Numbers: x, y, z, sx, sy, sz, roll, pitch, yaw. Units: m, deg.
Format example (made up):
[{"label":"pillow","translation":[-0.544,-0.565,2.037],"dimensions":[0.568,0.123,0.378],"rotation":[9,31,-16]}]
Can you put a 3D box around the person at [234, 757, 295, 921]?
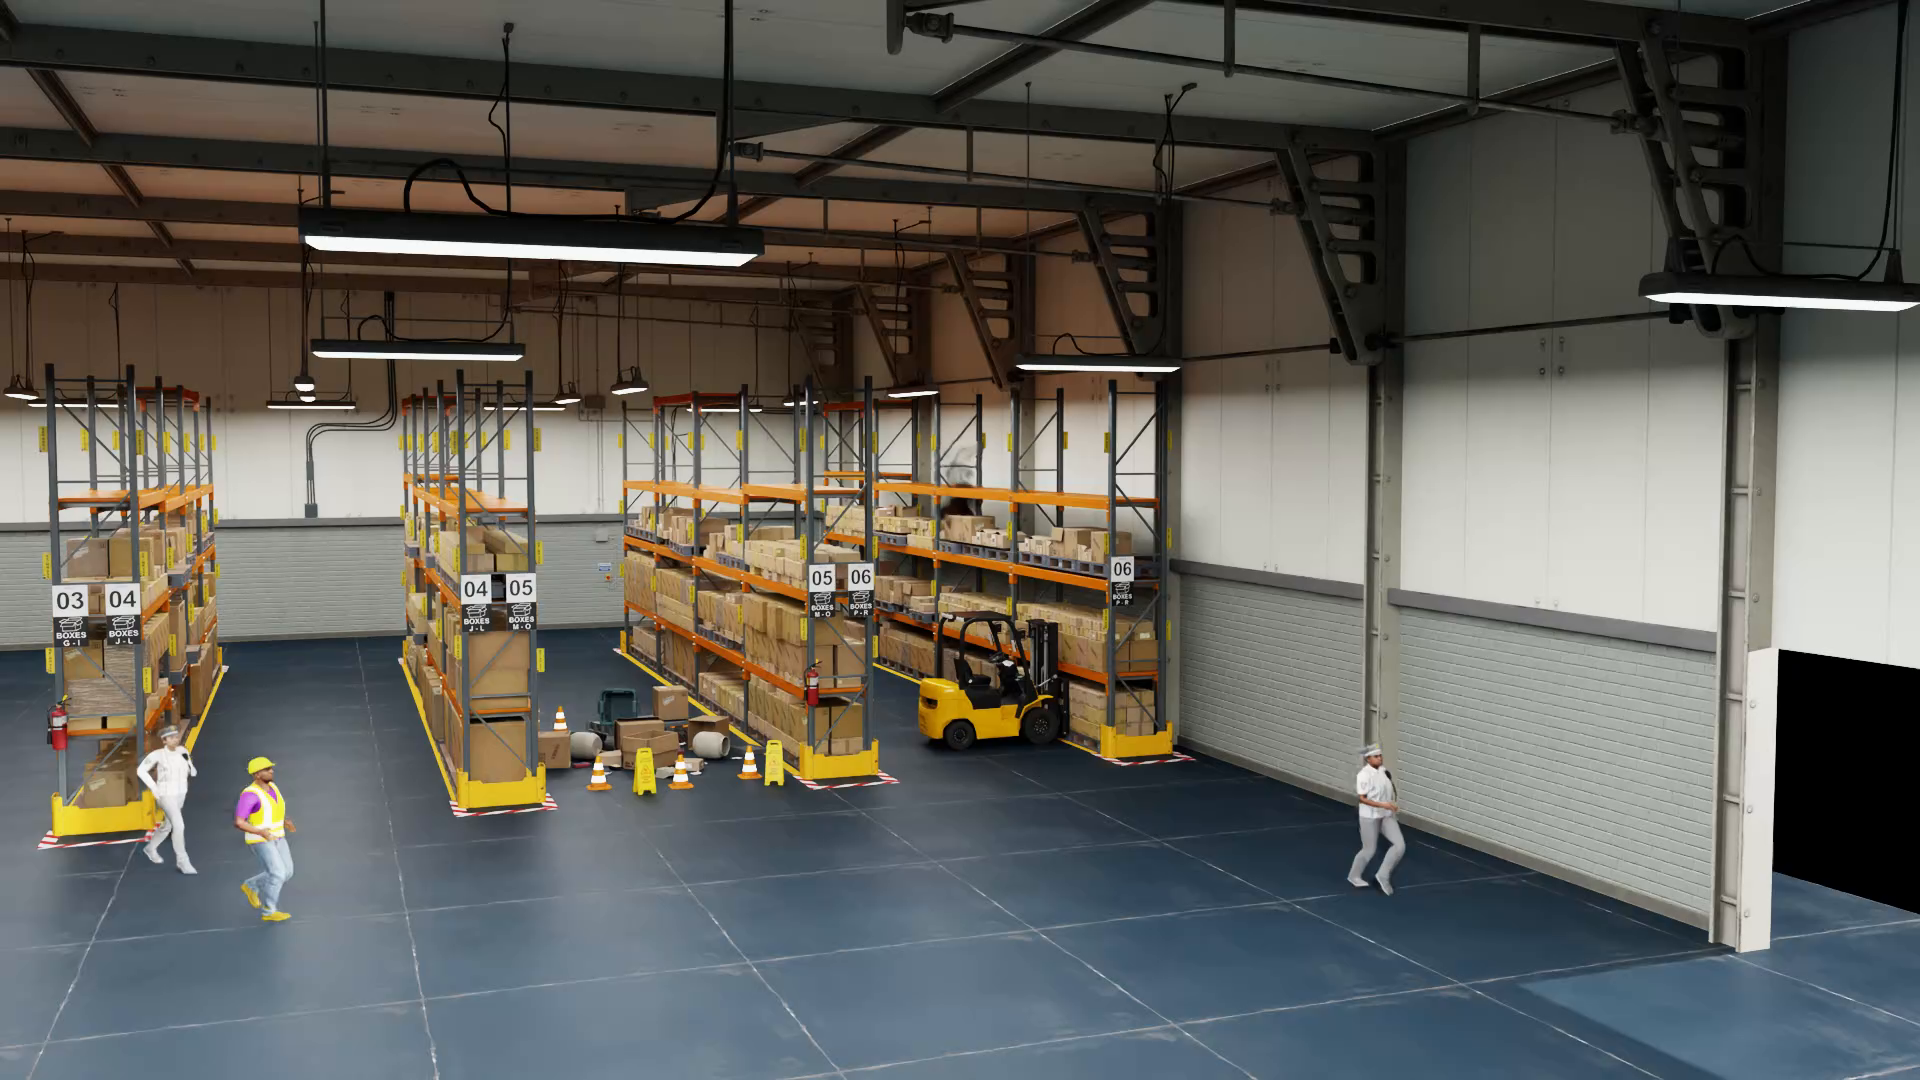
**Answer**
[{"label":"person","translation":[-7.301,3.125,17.405],"dimensions":[0.609,1.714,0.697],"rotation":[0,3,8]}]

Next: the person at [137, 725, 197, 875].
[{"label":"person","translation":[-9.255,3.018,19.500],"dimensions":[0.839,1.736,0.576],"rotation":[1,4,22]}]

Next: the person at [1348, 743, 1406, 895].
[{"label":"person","translation":[4.648,3.095,18.517],"dimensions":[0.582,1.707,0.703],"rotation":[-2,4,-33]}]
